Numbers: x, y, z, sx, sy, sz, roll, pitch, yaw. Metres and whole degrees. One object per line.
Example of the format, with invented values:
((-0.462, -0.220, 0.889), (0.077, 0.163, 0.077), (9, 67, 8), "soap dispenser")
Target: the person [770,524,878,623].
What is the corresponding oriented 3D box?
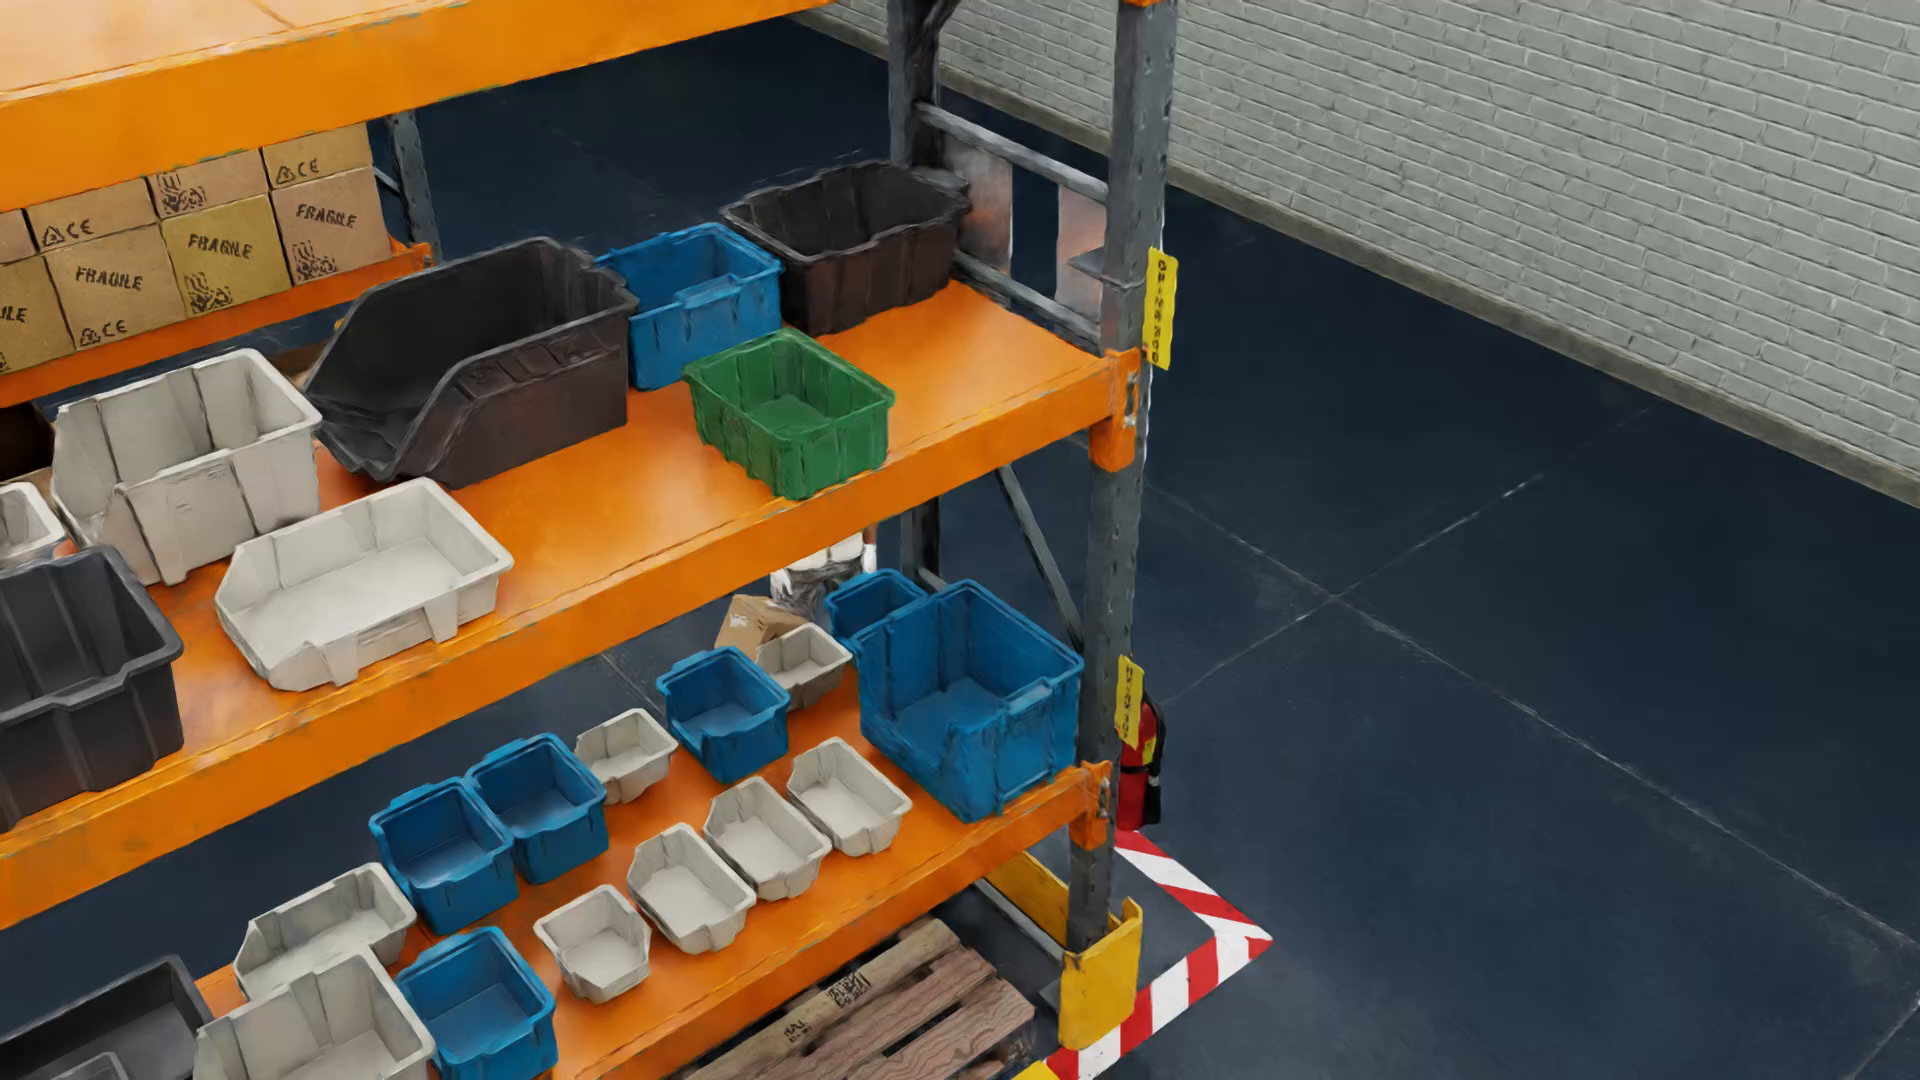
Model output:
((-0.601, 0.086, 6.905), (0.599, 1.794, 0.456), (-12, 37, -16), "person")
